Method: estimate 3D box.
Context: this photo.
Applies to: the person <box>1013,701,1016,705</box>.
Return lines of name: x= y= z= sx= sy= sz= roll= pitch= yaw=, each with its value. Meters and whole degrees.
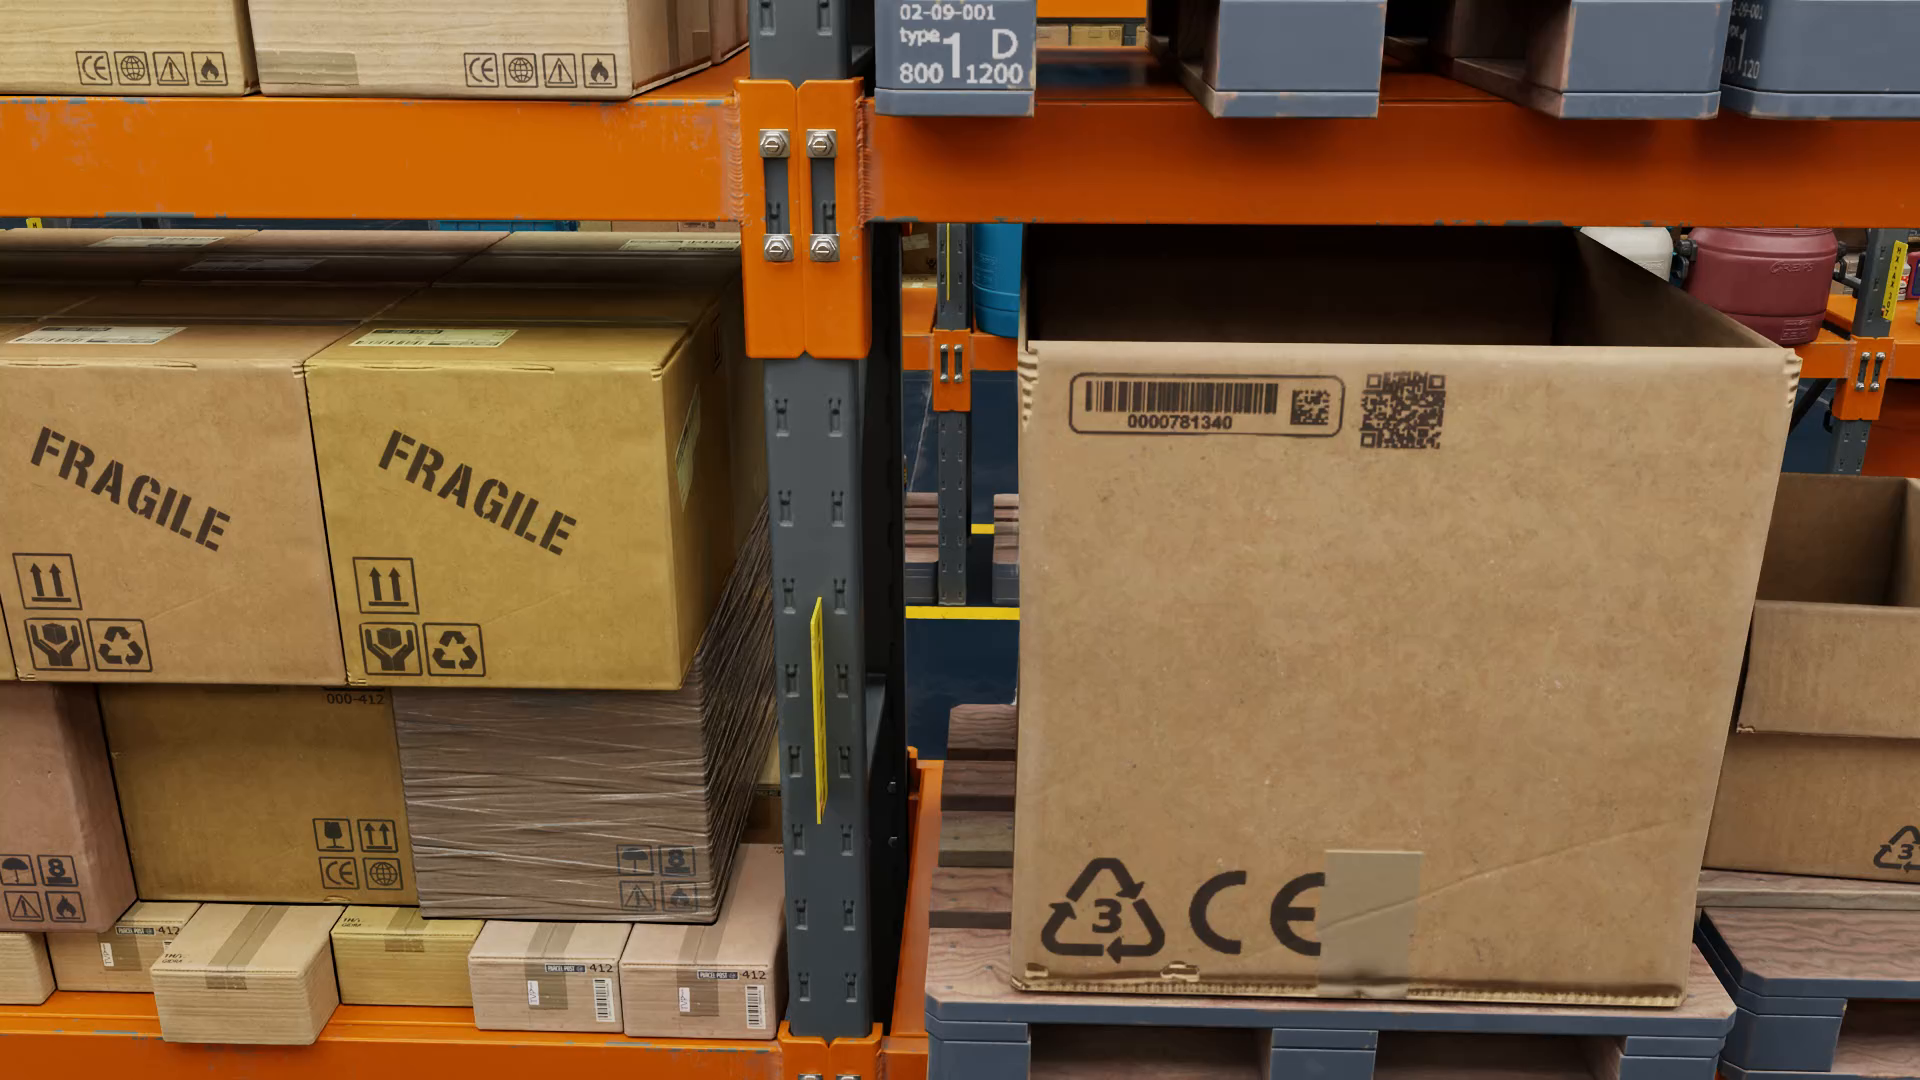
person: x=0.780 y=-0.036 z=6.193 sx=1.145 sy=1.729 sz=0.569 roll=-2 pitch=21 yaw=-6
